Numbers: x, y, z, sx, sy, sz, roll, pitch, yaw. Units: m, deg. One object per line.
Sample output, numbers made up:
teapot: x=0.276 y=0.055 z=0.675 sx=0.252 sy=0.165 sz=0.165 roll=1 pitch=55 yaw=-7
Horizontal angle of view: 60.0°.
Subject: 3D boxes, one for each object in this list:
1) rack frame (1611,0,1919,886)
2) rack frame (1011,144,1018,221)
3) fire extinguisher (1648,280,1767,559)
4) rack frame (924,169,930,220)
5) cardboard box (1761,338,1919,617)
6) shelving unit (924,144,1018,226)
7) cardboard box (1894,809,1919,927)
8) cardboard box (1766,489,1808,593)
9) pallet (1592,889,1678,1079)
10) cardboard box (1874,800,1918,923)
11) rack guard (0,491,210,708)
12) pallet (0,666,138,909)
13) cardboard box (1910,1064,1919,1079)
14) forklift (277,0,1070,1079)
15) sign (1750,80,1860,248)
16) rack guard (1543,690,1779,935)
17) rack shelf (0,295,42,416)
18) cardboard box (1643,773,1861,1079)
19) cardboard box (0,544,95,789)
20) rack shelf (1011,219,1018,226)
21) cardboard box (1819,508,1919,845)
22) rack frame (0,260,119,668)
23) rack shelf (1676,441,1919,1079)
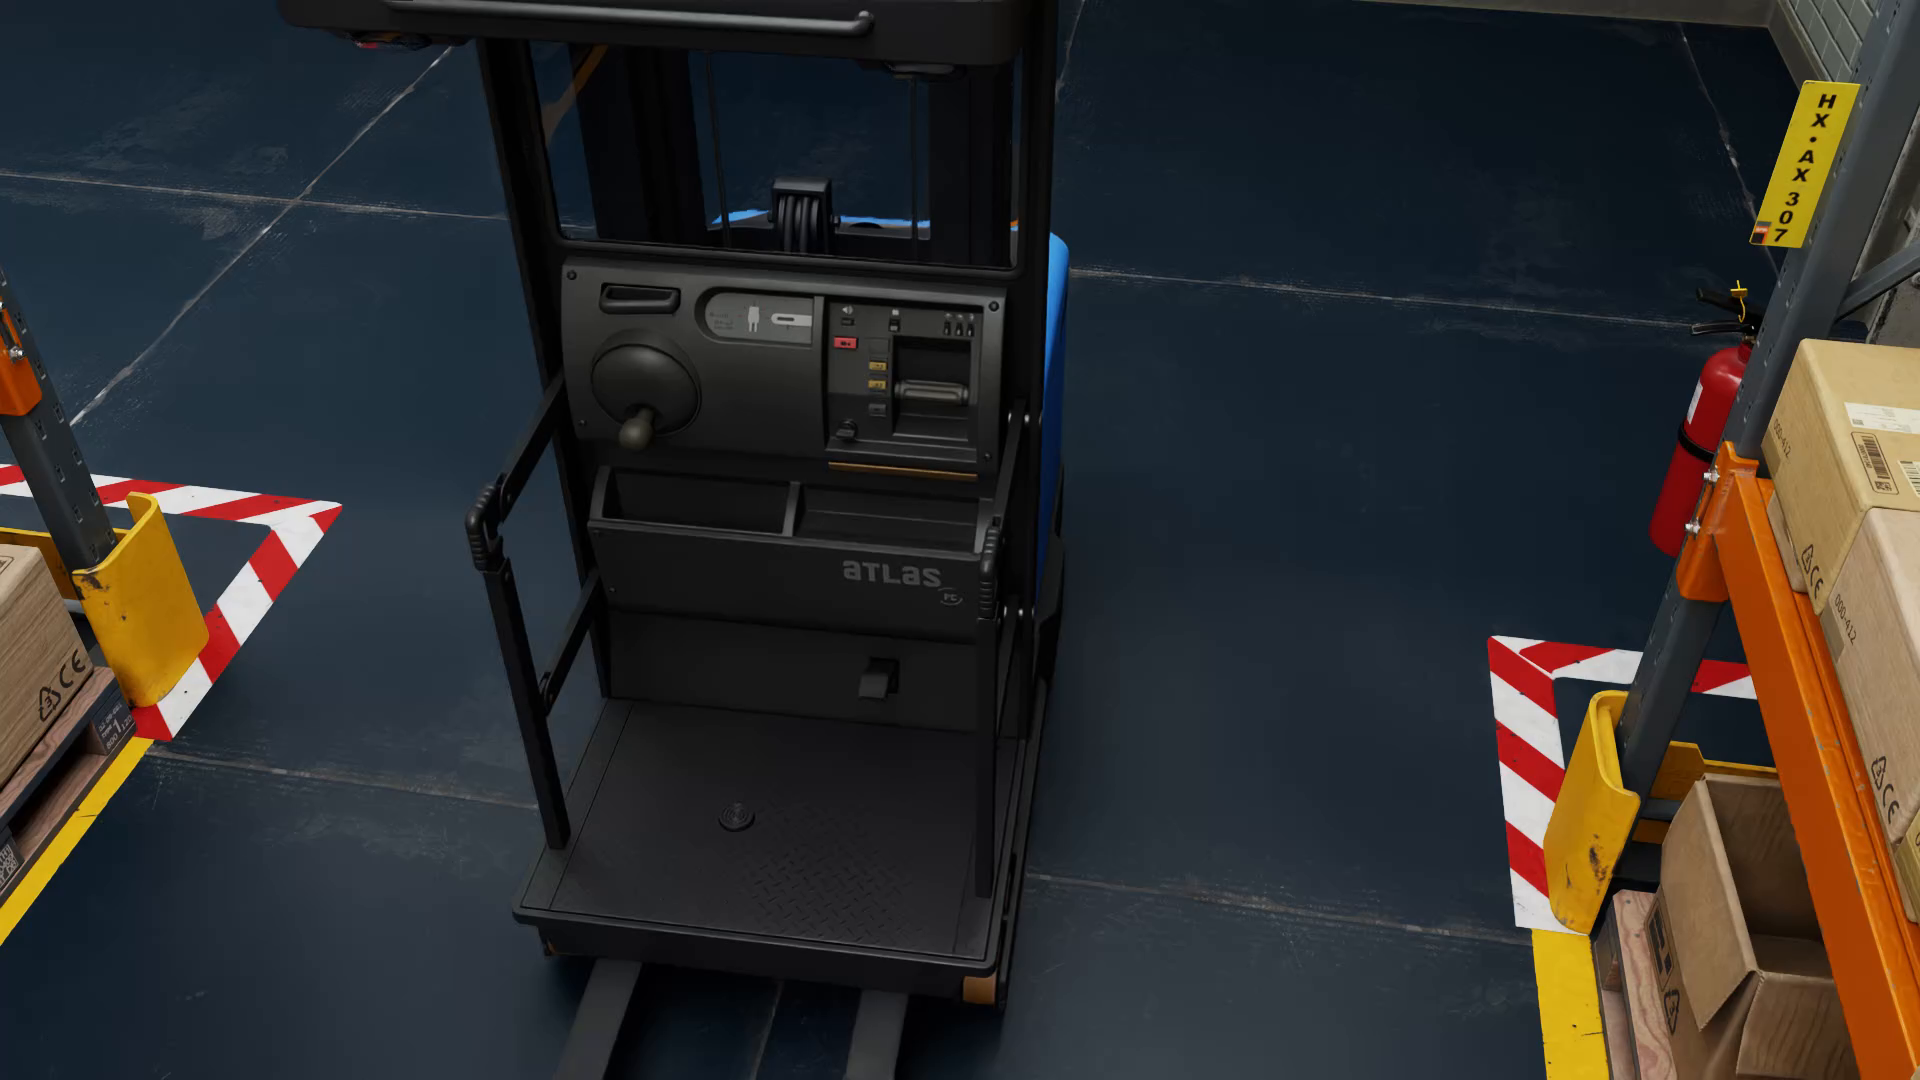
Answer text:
rack frame: x=2.080 y=-0.289 z=3.246 sx=1.000 sy=3.000 sz=0.127 roll=6 pitch=40 yaw=8
rack frame: x=0.045 y=-0.670 z=5.118 sx=0.240 sy=1.200 sz=0.006 roll=5 pitch=40 yaw=6
fire extinguisher: x=1.650 y=-0.259 z=3.562 sx=0.296 sy=0.674 sz=0.183 roll=6 pitch=40 yaw=8
rack frame: x=0.019 y=-0.554 z=4.979 sx=0.240 sy=1.200 sz=0.006 roll=5 pitch=40 yaw=6
cardboard box: x=1.736 y=-0.091 z=2.890 sx=0.500 sy=0.250 sz=0.500 roll=7 pitch=40 yaw=8
shelving unit: x=0.032 y=-0.612 z=5.049 sx=0.258 sy=1.200 sz=0.189 roll=5 pitch=40 yaw=6
cardboard box: x=1.564 y=0.544 z=2.122 sx=0.500 sy=0.250 sz=0.500 roll=6 pitch=40 yaw=7
cardboard box: x=1.753 y=-0.016 z=3.113 sx=0.380 sy=0.149 sz=0.250 roll=6 pitch=40 yaw=7
pallet: x=1.930 y=1.334 z=3.471 sx=1.003 sy=0.211 sz=1.213 roll=6 pitch=40 yaw=8
cardboard box: x=1.639 y=0.469 z=2.526 sx=0.380 sy=0.149 sz=0.250 roll=8 pitch=40 yaw=9
rack guard: x=-2.805 y=0.114 z=4.719 sx=1.175 sy=0.500 sz=0.348 roll=6 pitch=40 yaw=8
pallet: x=-2.871 y=0.751 z=4.176 sx=1.003 sy=0.211 sz=1.213 roll=6 pitch=40 yaw=8
cardboard box: x=1.481 y=0.787 z=2.141 sx=0.380 sy=0.149 sz=0.250 roll=5 pitch=40 yaw=6
forklift: x=-0.399 y=-0.280 z=3.289 sx=1.130 sy=2.935 sz=3.031 roll=5 pitch=40 yaw=6
sign: x=1.545 y=-0.682 z=3.042 sx=0.100 sy=0.325 sz=0.005 roll=6 pitch=40 yaw=8
rack guard: x=2.067 y=0.722 z=3.984 sx=1.175 sy=0.500 sz=0.348 roll=6 pitch=40 yaw=8
rack shelf: x=-3.156 y=0.698 z=2.616 sx=1.077 sy=0.370 sz=4.000 roll=6 pitch=40 yaw=8
cardboard box: x=1.881 y=0.885 z=3.456 sx=0.797 sy=0.503 sz=0.637 roll=5 pitch=40 yaw=6
cardboard box: x=-2.825 y=0.417 z=4.073 sx=0.875 sy=0.438 sz=0.875 roll=5 pitch=40 yaw=6
rack shelf: x=0.032 y=-0.855 z=4.848 sx=0.258 sy=0.103 sz=0.180 roll=5 pitch=40 yaw=6
cardboard box: x=1.649 y=0.226 z=2.507 sx=0.500 sy=0.250 sz=0.500 roll=7 pitch=40 yaw=8
rack frame: x=-2.810 y=-0.834 z=3.905 sx=1.000 sy=3.000 sz=0.127 roll=6 pitch=40 yaw=8
rack shelf: x=1.734 y=1.243 z=1.957 sx=1.077 sy=0.370 sz=4.000 roll=6 pitch=40 yaw=8
